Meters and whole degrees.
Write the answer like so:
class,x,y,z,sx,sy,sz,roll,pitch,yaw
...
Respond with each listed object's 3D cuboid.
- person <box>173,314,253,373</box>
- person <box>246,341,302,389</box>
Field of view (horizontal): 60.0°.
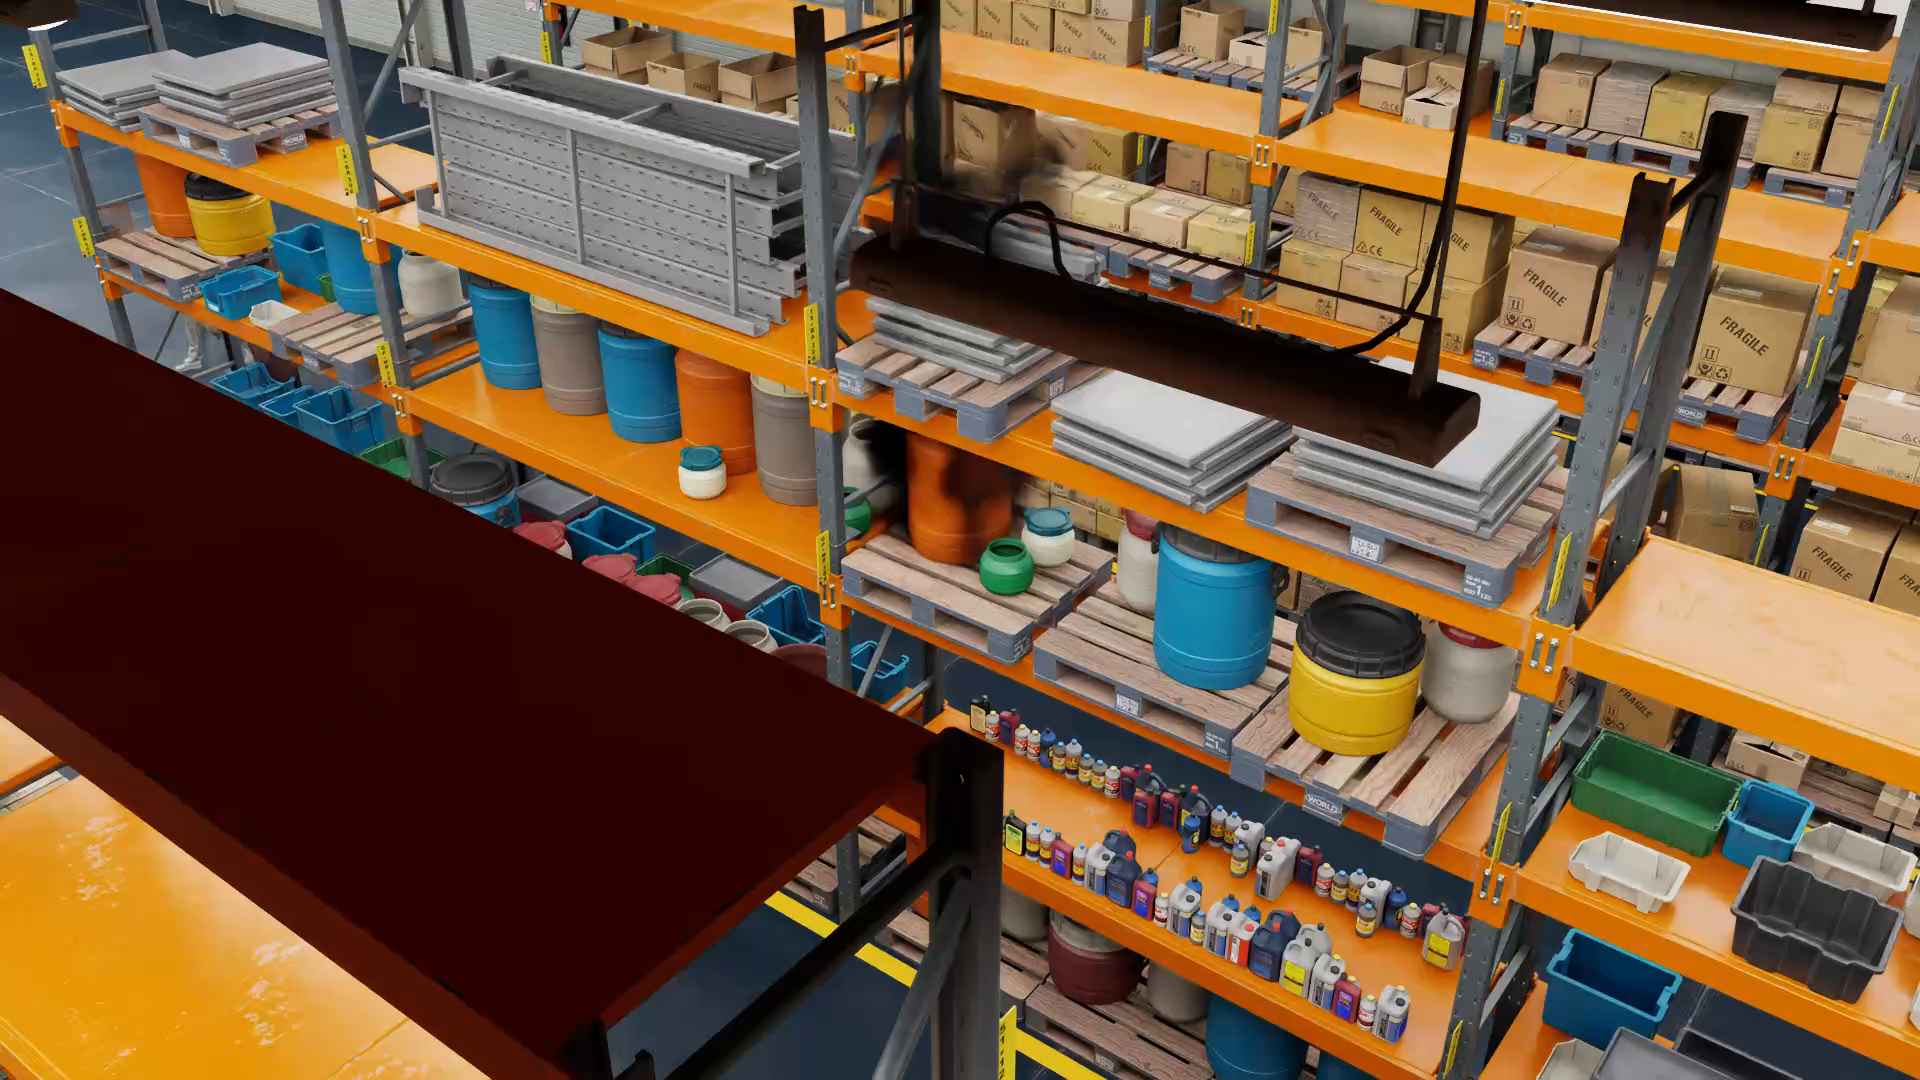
class,x,y,z,sx,sy,sz,roll,pitch,yaw
person,-8.137,-2.636,17.820,0.962,1.776,0.673,-11,33,-18
person,-6.653,-1.605,16.232,0.862,1.740,0.770,3,32,5
